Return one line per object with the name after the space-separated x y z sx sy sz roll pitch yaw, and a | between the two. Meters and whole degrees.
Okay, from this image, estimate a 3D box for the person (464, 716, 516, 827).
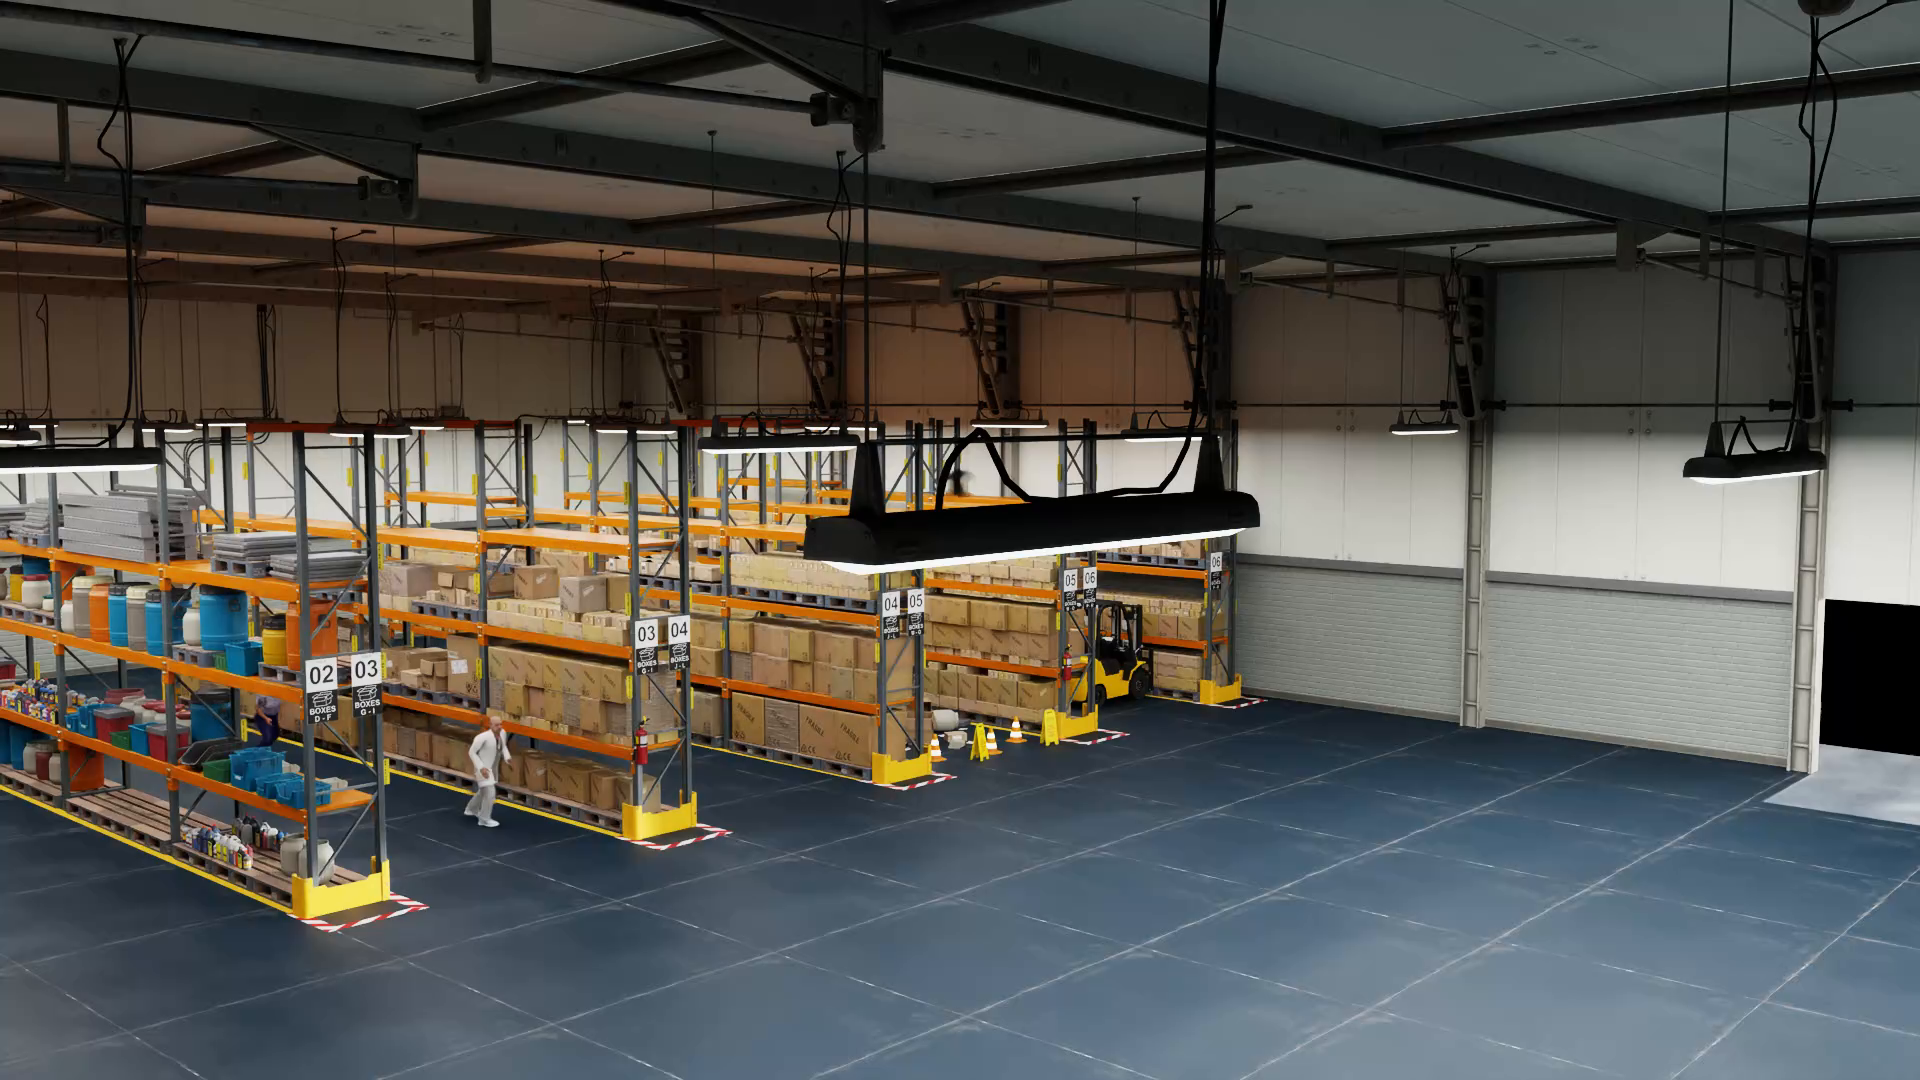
-7.126 3.446 24.980 0.934 1.692 0.735 2 5 19 | person

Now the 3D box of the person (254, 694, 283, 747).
-12.313 3.173 29.546 0.834 1.499 0.641 2 5 24 | person

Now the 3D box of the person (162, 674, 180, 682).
-17.740 2.409 37.472 0.689 1.800 0.634 2 5 18 | person
